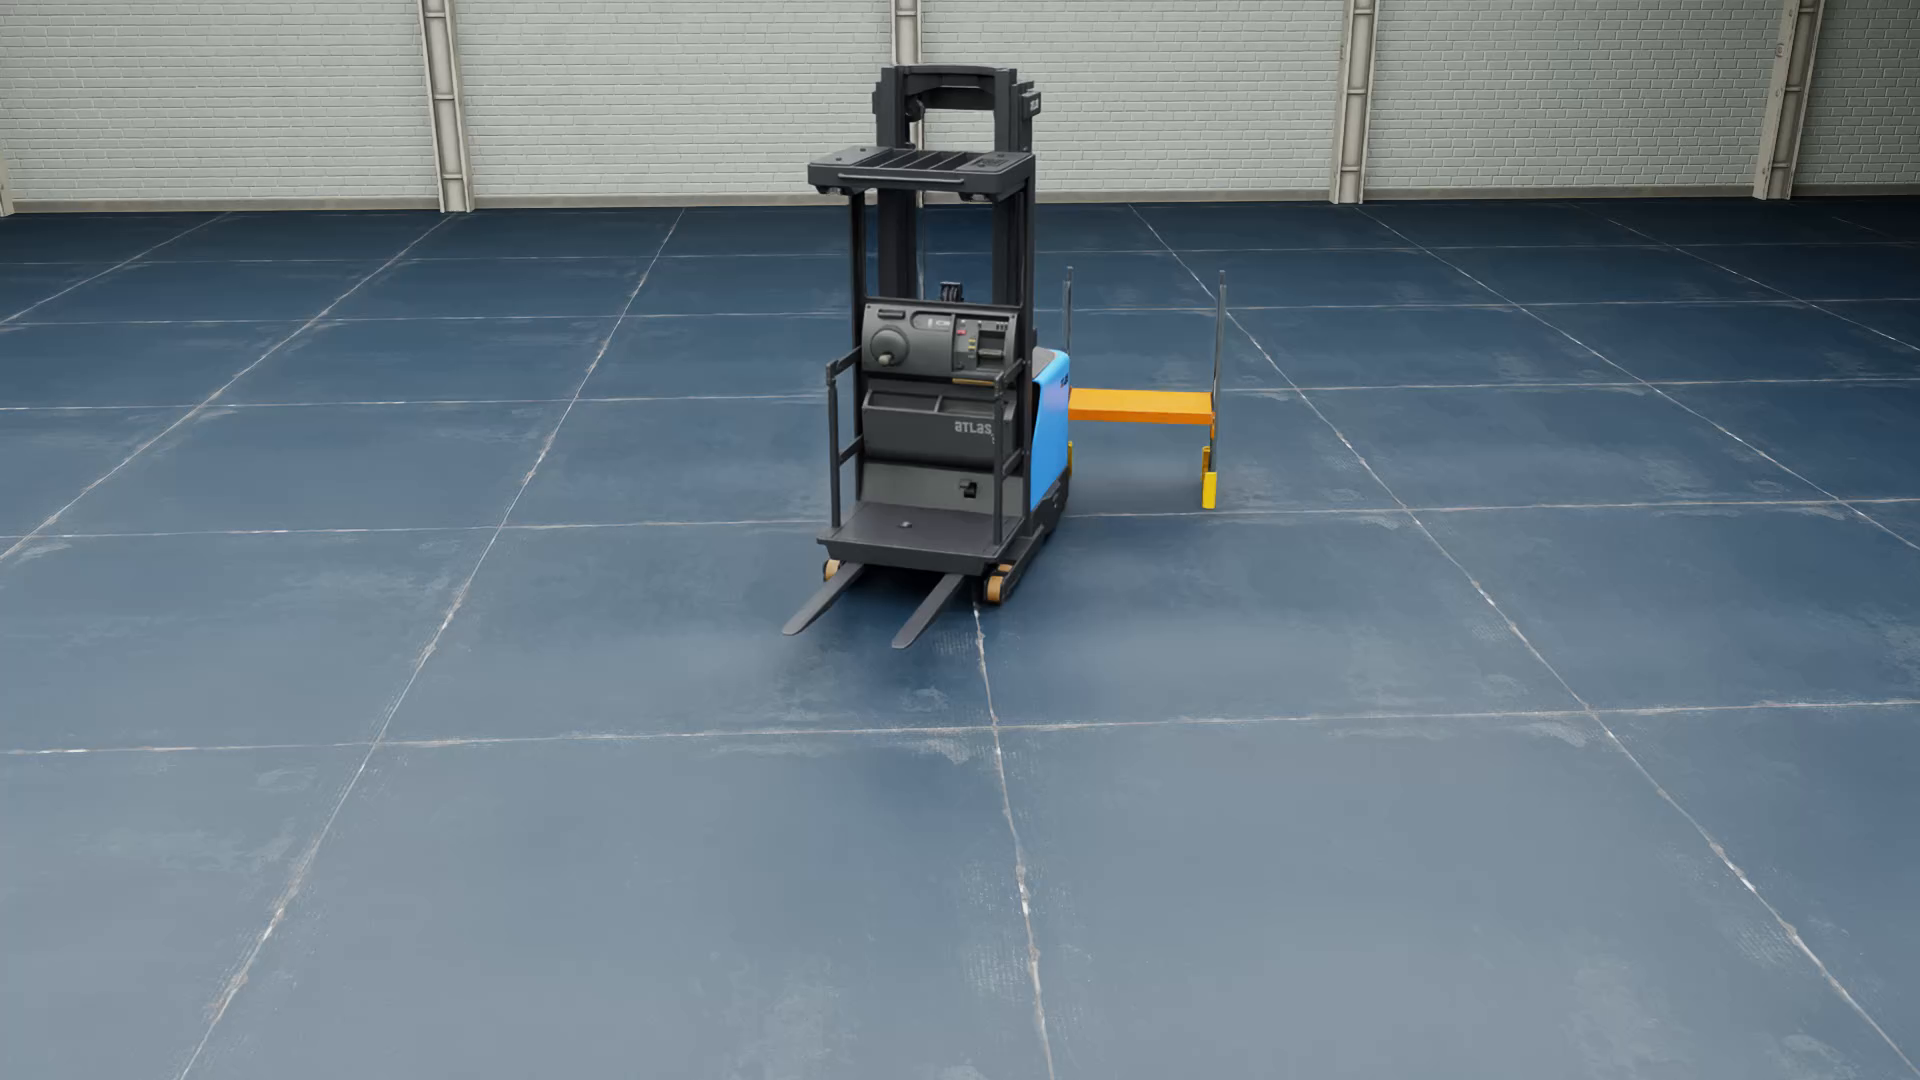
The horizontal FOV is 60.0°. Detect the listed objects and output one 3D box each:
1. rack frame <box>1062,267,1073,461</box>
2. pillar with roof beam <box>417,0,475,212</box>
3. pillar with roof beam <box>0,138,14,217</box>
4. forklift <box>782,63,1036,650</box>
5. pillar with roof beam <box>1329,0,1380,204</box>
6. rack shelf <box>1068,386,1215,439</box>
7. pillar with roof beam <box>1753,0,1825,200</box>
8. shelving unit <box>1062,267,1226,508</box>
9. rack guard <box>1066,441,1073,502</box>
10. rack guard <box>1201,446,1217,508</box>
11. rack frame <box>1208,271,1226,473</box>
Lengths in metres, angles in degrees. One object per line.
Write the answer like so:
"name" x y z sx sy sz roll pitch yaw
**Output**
"rack frame" 0.718 -1.061 11.301 0.032 1.500 0.500 3 21 7
"pillar with roof beam" -6.448 -7.073 16.551 0.400 9.000 9.100 -1 21 -3
"pillar with roof beam" -12.438 -6.951 16.231 0.400 9.000 9.100 -1 21 -3
"forklift" -0.185 -1.154 9.532 1.121 2.935 3.031 6 22 15
"pillar with roof beam" 5.533 -7.317 17.191 0.400 9.000 9.100 -1 21 -3
"rack shelf" 1.222 -0.871 11.306 1.000 0.185 0.538 3 21 7
"pillar with roof beam" 11.523 -7.438 17.511 0.400 9.000 9.100 -1 21 -3
"shelving unit" 1.213 -1.039 11.243 1.083 1.500 0.587 3 21 7
"rack guard" 0.719 -0.477 11.523 0.087 0.250 0.587 3 21 7
"rack guard" 1.707 -0.433 11.408 0.087 0.250 0.587 3 21 7
"rack frame" 1.726 -1.017 11.183 0.032 1.500 0.500 3 21 7
